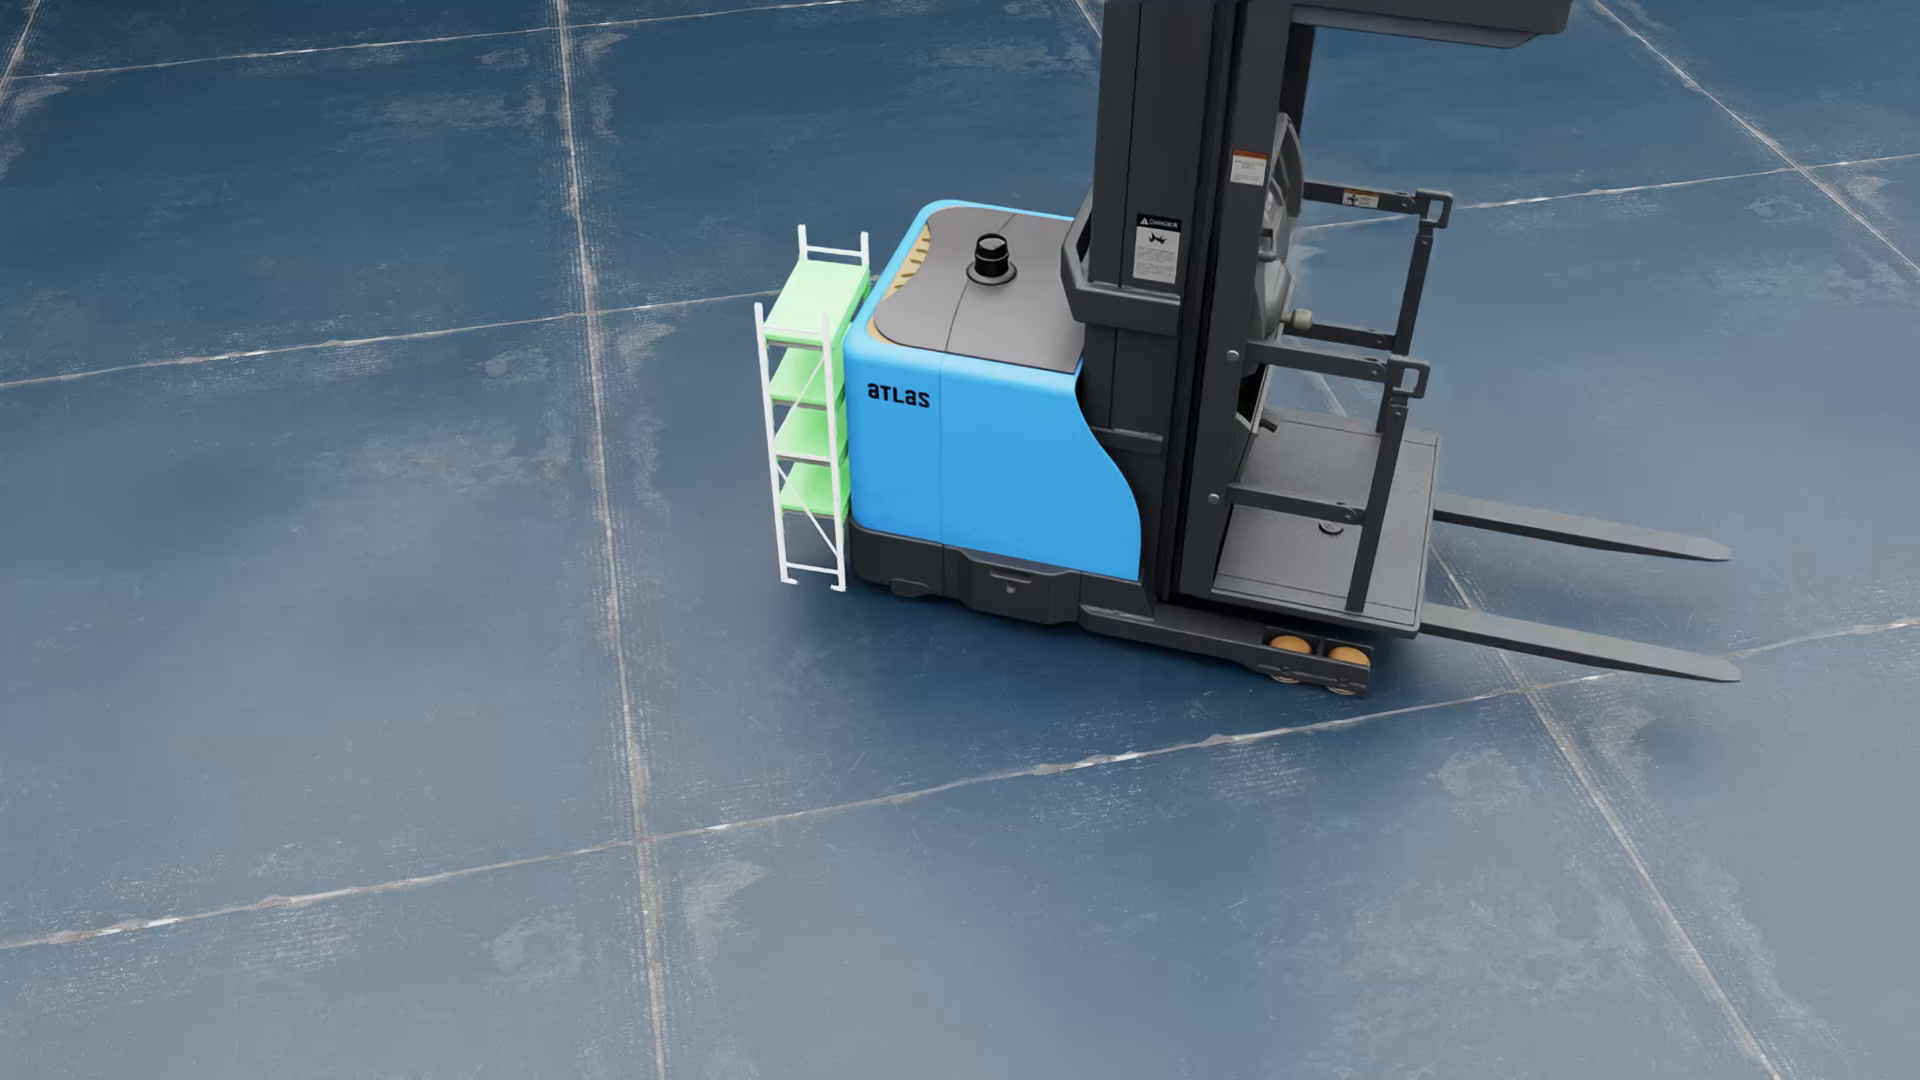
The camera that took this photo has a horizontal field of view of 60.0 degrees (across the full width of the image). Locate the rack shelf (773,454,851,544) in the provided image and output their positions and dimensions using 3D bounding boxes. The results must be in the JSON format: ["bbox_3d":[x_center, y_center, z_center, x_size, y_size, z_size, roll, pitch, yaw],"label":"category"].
[{"bbox_3d":[-0.482,-0.215,6.046,0.258,0.148,0.480,8,42,9],"label":"rack shelf"}]

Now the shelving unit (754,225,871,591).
[{"bbox_3d":[-0.482,-0.442,5.844,0.258,1.200,0.503,8,42,9],"label":"shelving unit"}]

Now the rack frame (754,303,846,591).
[{"bbox_3d":[-0.534,-0.284,5.666,0.240,1.200,0.015,8,42,9],"label":"rack frame"}]

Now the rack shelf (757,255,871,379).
[{"bbox_3d":[-0.482,-0.753,5.568,0.258,0.148,0.480,8,42,9],"label":"rack shelf"}]

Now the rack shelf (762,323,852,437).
[{"bbox_3d":[-0.482,-0.574,5.727,0.258,0.148,0.480,8,42,9],"label":"rack shelf"}]

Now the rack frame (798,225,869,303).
[{"bbox_3d":[-0.430,-0.600,6.022,0.240,1.200,0.015,8,42,9],"label":"rack frame"}]

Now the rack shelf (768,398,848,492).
[{"bbox_3d":[-0.482,-0.394,5.886,0.258,0.148,0.480,8,42,9],"label":"rack shelf"}]

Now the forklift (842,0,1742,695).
[{"bbox_3d":[1.177,-0.965,5.130,3.031,2.935,1.130,11,43,12],"label":"forklift"}]
